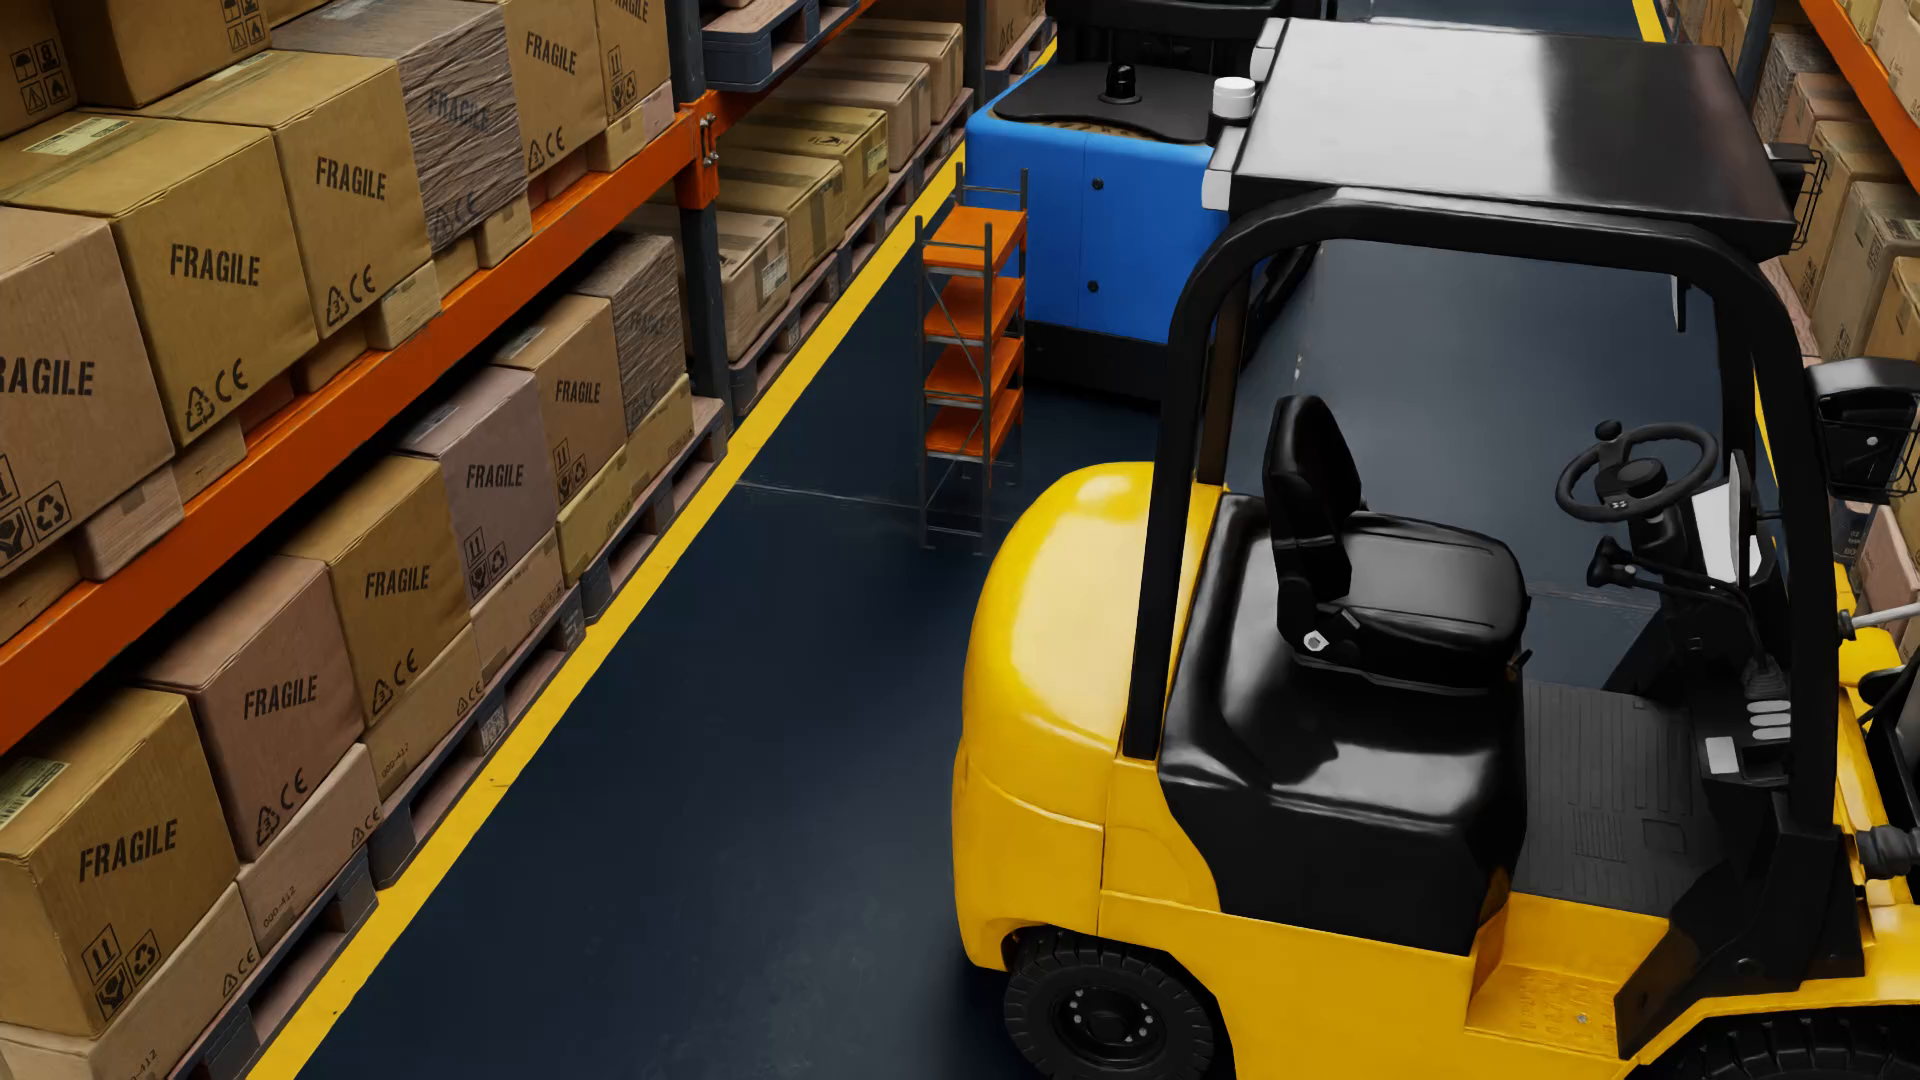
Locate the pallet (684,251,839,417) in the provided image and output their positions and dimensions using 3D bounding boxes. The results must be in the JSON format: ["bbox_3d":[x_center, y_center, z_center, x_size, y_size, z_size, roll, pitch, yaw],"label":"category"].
[{"bbox_3d":[-1.171,-0.946,7.041,1.003,0.211,1.213,8,33,12],"label":"pallet"}]

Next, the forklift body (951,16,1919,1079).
[{"bbox_3d":[1.136,0.157,3.498,2.313,2.155,1.214,8,33,12],"label":"forklift body"}]

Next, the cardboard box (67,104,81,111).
[{"bbox_3d":[-2.103,-0.908,4.012,0.500,0.500,0.500,8,33,13],"label":"cardboard box"}]

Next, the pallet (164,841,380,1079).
[{"bbox_3d":[-2.123,1.078,3.857,1.003,0.211,1.213,8,33,12],"label":"pallet"}]

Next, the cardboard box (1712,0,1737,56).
[{"bbox_3d":[4.486,-2.749,9.217,0.500,0.500,0.500,8,33,12],"label":"cardboard box"}]

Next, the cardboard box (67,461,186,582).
[{"bbox_3d":[-1.791,-0.069,3.298,0.380,0.149,0.250,9,33,13],"label":"cardboard box"}]

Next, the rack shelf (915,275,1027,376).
[{"bbox_3d":[0.042,-0.724,5.479,0.258,0.148,0.480,8,33,12],"label":"rack shelf"}]

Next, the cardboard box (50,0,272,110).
[{"bbox_3d":[-2.038,-1.307,3.708,0.700,0.500,0.500,8,33,12],"label":"cardboard box"}]

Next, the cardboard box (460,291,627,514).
[{"bbox_3d":[-1.386,-0.444,5.125,0.500,0.500,0.500,9,33,13],"label":"cardboard box"}]

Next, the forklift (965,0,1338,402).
[{"bbox_3d":[1.056,-2.537,7.009,1.130,2.935,3.031,13,35,20],"label":"forklift"}]

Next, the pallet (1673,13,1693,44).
[{"bbox_3d":[4.987,-2.957,10.204,1.003,0.211,1.213,8,33,12],"label":"pallet"}]

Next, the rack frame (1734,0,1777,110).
[{"bbox_3d":[4.450,-3.120,7.862,1.000,3.000,0.127,8,33,12],"label":"rack frame"}]

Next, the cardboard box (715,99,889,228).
[{"bbox_3d":[-0.883,-1.793,7.833,0.950,0.372,0.625,9,34,14],"label":"cardboard box"}]

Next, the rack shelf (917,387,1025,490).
[{"bbox_3d":[0.042,-0.368,5.706,0.258,0.148,0.480,8,33,12],"label":"rack shelf"}]

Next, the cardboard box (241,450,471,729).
[{"bbox_3d":[-1.641,0.100,4.270,0.500,0.500,0.500,9,33,13],"label":"cardboard box"}]

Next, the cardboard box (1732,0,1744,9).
[{"bbox_3d":[4.369,-2.953,8.933,0.380,0.149,0.250,6,33,10],"label":"cardboard box"}]

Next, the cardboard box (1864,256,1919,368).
[{"bbox_3d":[3.556,-0.492,5.549,0.875,0.625,0.625,9,34,15],"label":"cardboard box"}]

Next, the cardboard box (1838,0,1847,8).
[{"bbox_3d":[3.844,-2.331,6.761,0.500,0.250,0.500,7,33,11],"label":"cardboard box"}]

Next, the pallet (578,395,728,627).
[{"bbox_3d":[-1.504,-0.188,5.849,1.003,0.211,1.213,8,33,12],"label":"pallet"}]

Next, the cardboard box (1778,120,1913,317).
[{"bbox_3d":[3.949,-1.284,6.795,0.875,0.625,0.625,7,33,10],"label":"cardboard box"}]

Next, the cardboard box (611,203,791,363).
[{"bbox_3d":[-1.237,-1.059,6.678,0.950,0.372,0.625,8,33,13],"label":"cardboard box"}]

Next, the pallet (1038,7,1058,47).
[{"bbox_3d":[0.232,-3.647,11.290,1.003,0.211,1.213,8,33,12],"label":"pallet"}]

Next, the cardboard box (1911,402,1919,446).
[{"bbox_3d":[3.008,-0.275,4.626,0.500,0.250,0.500,8,33,12],"label":"cardboard box"}]

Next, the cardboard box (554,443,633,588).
[{"bbox_3d":[-1.383,-0.114,5.305,0.500,0.250,0.500,7,33,11],"label":"cardboard box"}]

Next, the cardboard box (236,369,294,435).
[{"bbox_3d":[-1.749,-0.354,3.745,0.380,0.149,0.250,9,34,14],"label":"cardboard box"}]

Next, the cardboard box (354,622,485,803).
[{"bbox_3d":[-1.647,0.411,4.479,0.500,0.250,0.500,10,34,16],"label":"cardboard box"}]

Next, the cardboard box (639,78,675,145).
[{"bbox_3d":[-1.154,-1.404,5.396,0.380,0.149,0.250,8,33,12],"label":"cardboard box"}]

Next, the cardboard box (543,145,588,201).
[{"bbox_3d":[-1.353,-1.149,4.995,0.380,0.149,0.250,8,33,13],"label":"cardboard box"}]

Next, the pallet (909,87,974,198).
[{"bbox_3d":[-0.552,-2.212,9.032,1.003,0.211,1.213,8,33,12],"label":"pallet"}]

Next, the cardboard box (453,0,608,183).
[{"bbox_3d":[-1.364,-1.353,4.712,0.500,0.500,0.500,9,34,14],"label":"cardboard box"}]

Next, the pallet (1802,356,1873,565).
[{"bbox_3d":[3.584,-0.255,5.955,1.003,0.211,1.213,8,33,12],"label":"pallet"}]

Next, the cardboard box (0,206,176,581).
[{"bbox_3d":[-1.866,-0.287,3.036,0.500,0.500,0.500,9,34,14],"label":"cardboard box"}]

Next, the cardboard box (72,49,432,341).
[{"bbox_3d":[-1.617,-0.817,3.869,0.500,0.500,0.500,7,33,11],"label":"cardboard box"}]

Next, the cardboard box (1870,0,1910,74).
[{"bbox_3d":[3.587,-1.793,5.915,0.500,0.250,0.500,8,33,13],"label":"cardboard box"}]

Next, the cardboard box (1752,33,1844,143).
[{"bbox_3d":[4.278,-1.973,7.880,0.875,0.625,0.625,9,34,14],"label":"cardboard box"}]

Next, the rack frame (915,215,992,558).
[{"bbox_3d":[-0.020,-0.466,5.364,0.240,1.200,0.015,8,33,12],"label":"rack frame"}]

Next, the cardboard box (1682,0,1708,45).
[{"bbox_3d":[4.730,-3.293,10.073,0.500,0.500,0.500,7,33,11],"label":"cardboard box"}]

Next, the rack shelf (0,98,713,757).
[{"bbox_3d":[-1.875,-0.377,4.217,1.077,0.370,4.000,8,33,12],"label":"rack shelf"}]

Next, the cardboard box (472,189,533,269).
[{"bbox_3d":[-1.409,-0.876,4.566,0.380,0.149,0.250,8,33,12],"label":"cardboard box"}]

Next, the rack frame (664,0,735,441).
[{"bbox_3d":[-1.368,-1.718,5.657,1.000,3.000,0.127,8,33,12],"label":"rack frame"}]

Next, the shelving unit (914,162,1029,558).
[{"bbox_3d":[0.042,-0.592,5.563,0.258,1.200,0.503,8,33,12],"label":"shelving unit"}]

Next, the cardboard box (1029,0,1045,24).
[{"bbox_3d":[0.134,-3.884,10.652,0.875,0.875,0.875,8,33,13],"label":"cardboard box"}]

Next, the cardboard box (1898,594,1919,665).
[{"bbox_3d":[2.878,0.410,4.480,0.500,0.250,0.500,7,33,11],"label":"cardboard box"}]

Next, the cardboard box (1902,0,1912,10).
[{"bbox_3d":[3.571,-2.014,5.796,0.500,0.250,0.500,9,33,13],"label":"cardboard box"}]

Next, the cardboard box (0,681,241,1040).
[{"bbox_3d":[-1.905,0.631,3.434,0.500,0.500,0.500,7,33,11],"label":"cardboard box"}]

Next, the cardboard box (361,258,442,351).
[{"bbox_3d":[-1.533,-0.609,4.146,0.380,0.149,0.250,8,33,13],"label":"cardboard box"}]

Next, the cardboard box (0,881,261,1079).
[{"bbox_3d":[-1.911,0.960,3.616,0.500,0.250,0.500,8,33,12],"label":"cardboard box"}]

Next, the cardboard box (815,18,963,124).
[{"bbox_3d":[-0.506,-2.570,9.055,0.950,0.372,0.625,6,33,9],"label":"cardboard box"}]
